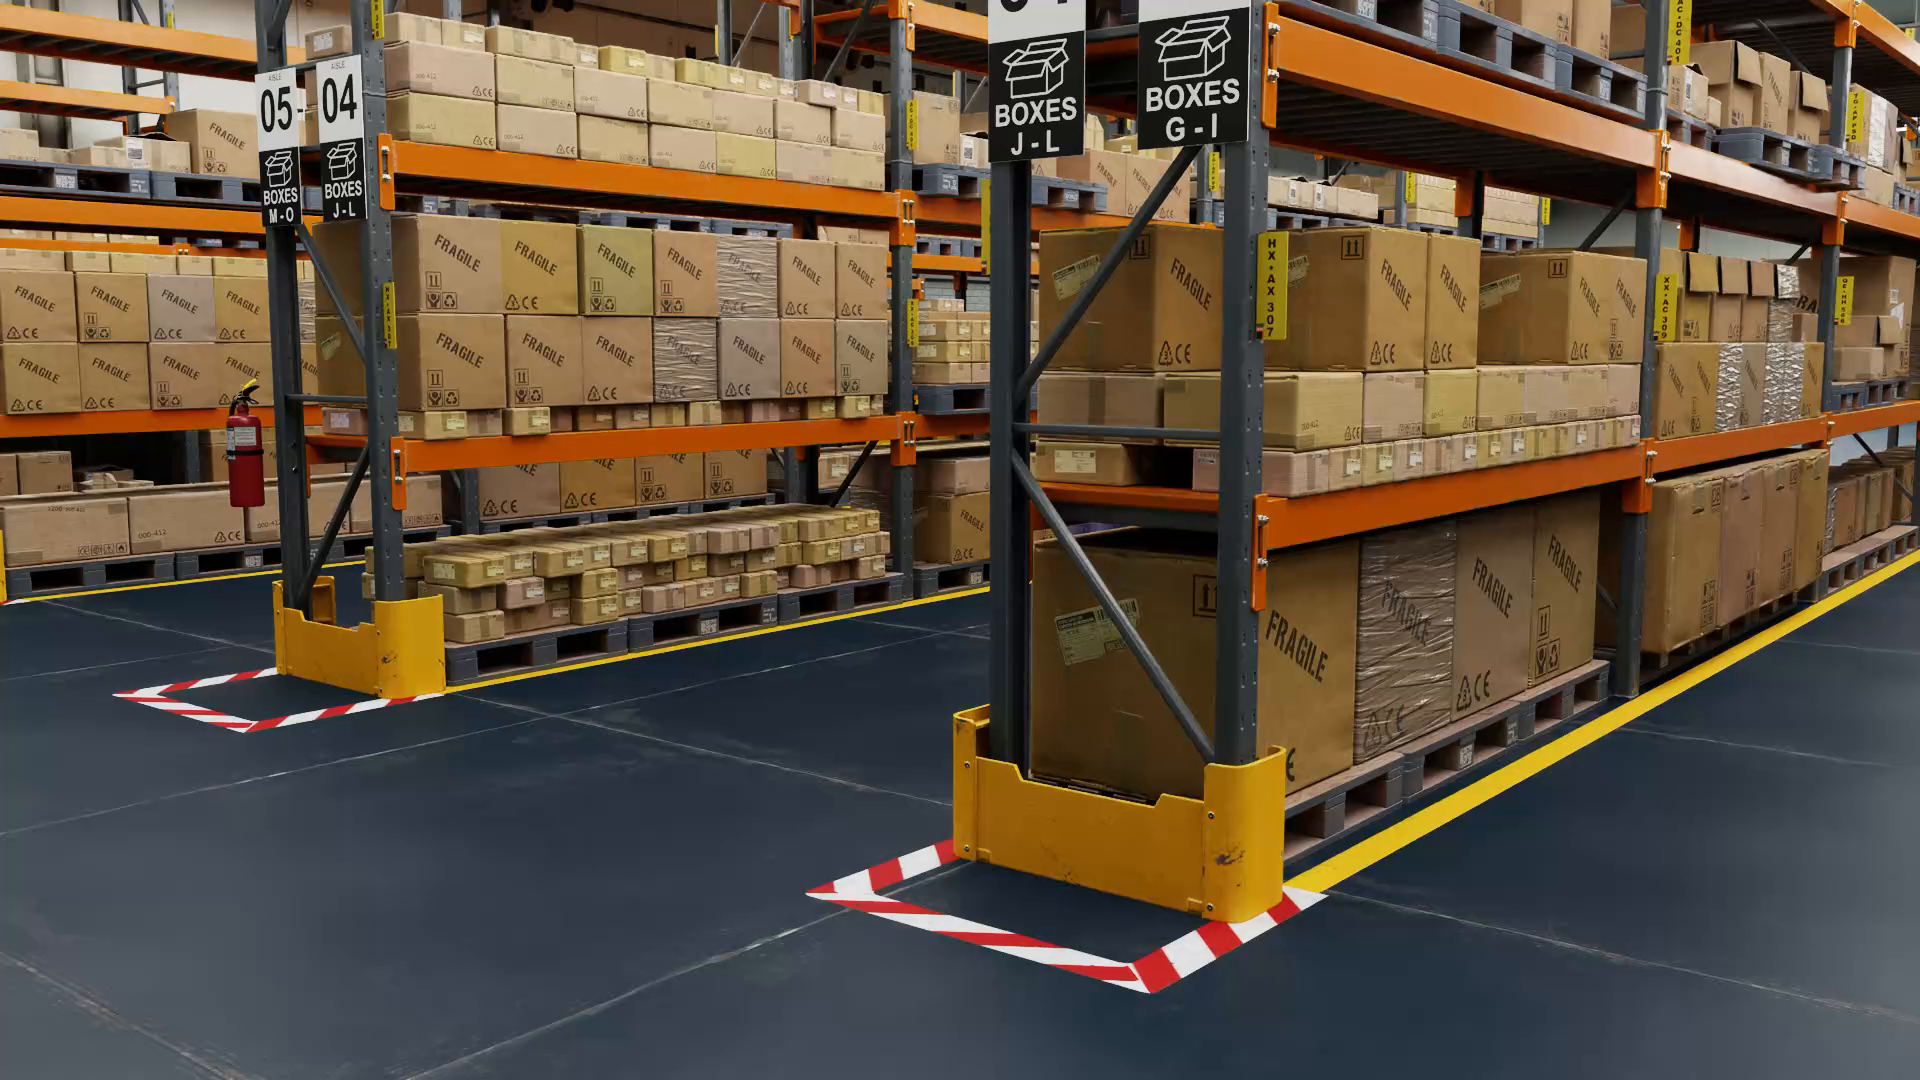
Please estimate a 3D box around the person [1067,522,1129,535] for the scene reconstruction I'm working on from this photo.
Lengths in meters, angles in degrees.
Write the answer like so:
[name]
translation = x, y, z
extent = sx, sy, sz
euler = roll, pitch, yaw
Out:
[person]
translation = 0.761, -0.048, 8.707
extent = 0.466, 1.643, 0.515
euler = 5, 9, 38
